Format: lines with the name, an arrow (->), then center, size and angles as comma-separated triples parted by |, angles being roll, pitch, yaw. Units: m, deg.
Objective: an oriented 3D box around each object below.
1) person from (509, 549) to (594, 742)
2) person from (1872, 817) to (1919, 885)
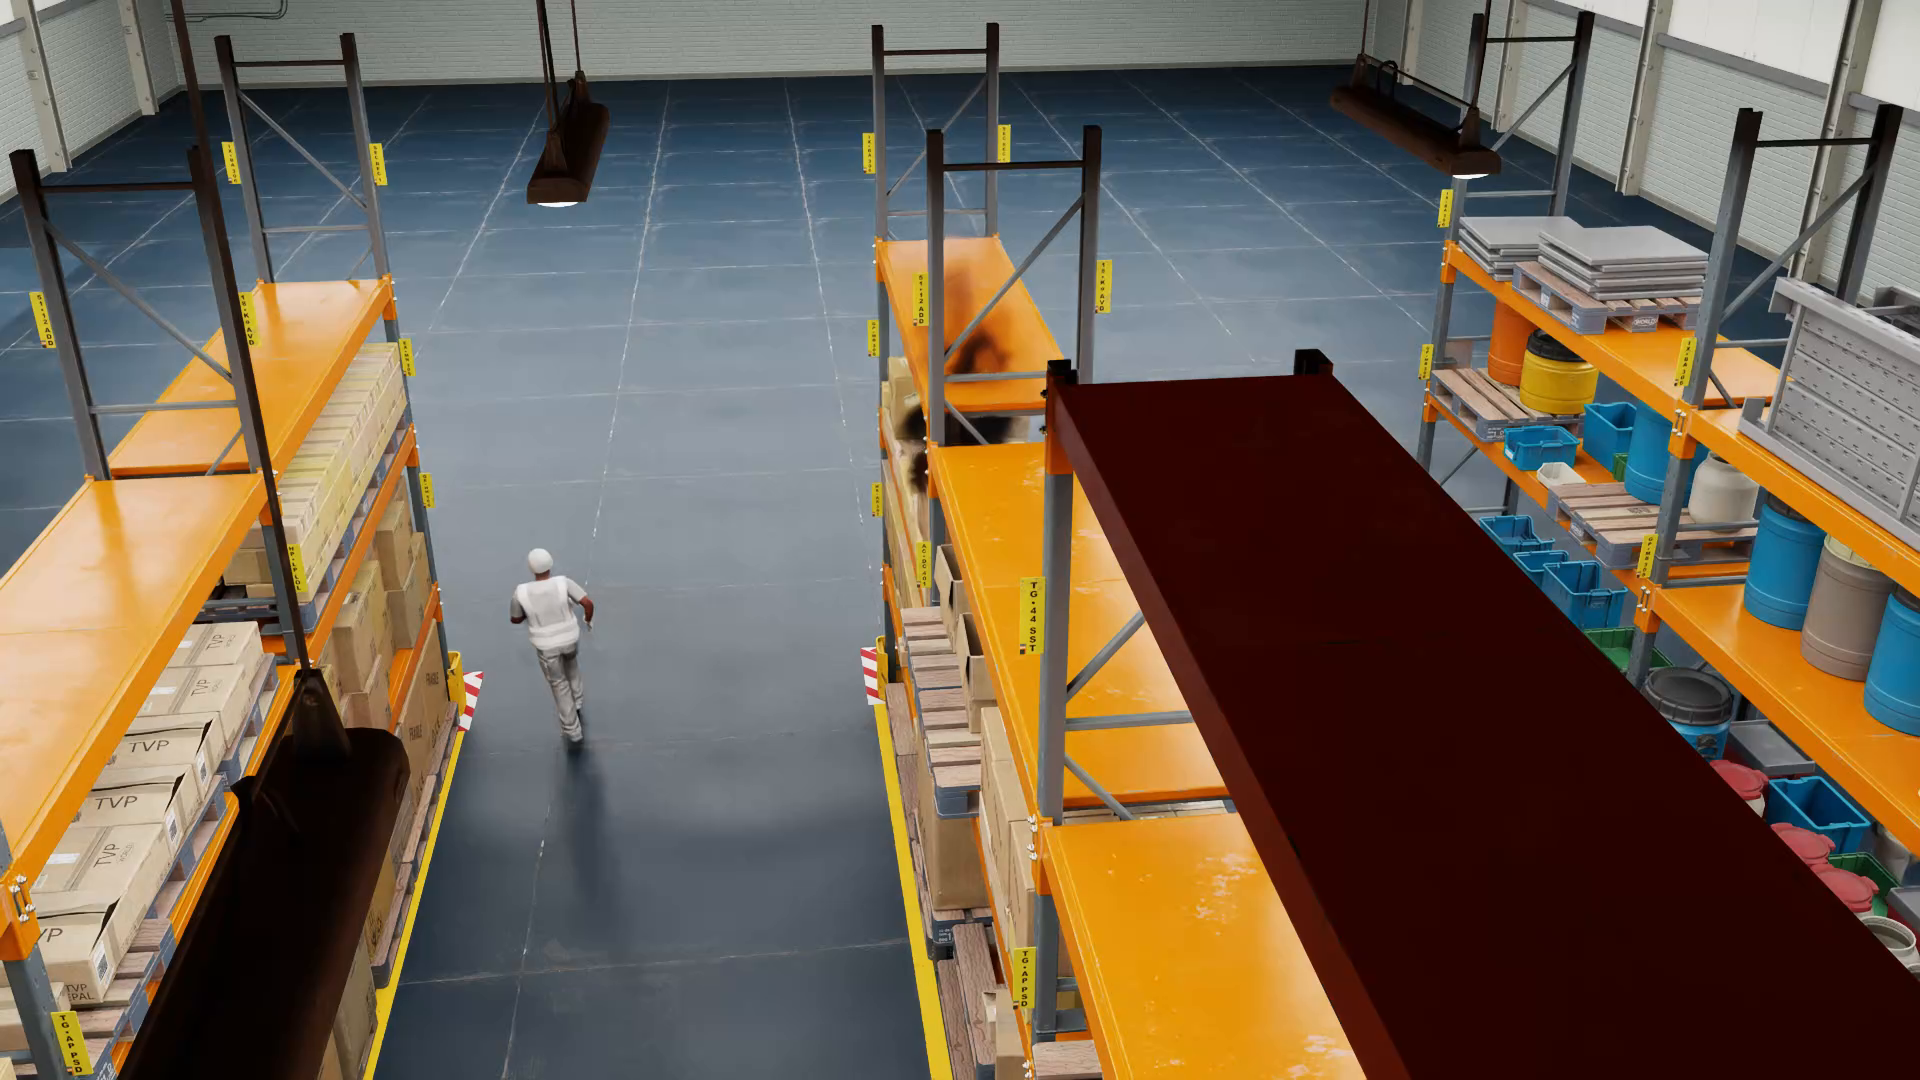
person -> -3.546, 0.908, 14.527 | 0.672, 1.816, 0.812 | -12, 28, -23
person -> 6.780, 2.148, 11.946 | 0.640, 1.818, 0.910 | -2, 26, -3
